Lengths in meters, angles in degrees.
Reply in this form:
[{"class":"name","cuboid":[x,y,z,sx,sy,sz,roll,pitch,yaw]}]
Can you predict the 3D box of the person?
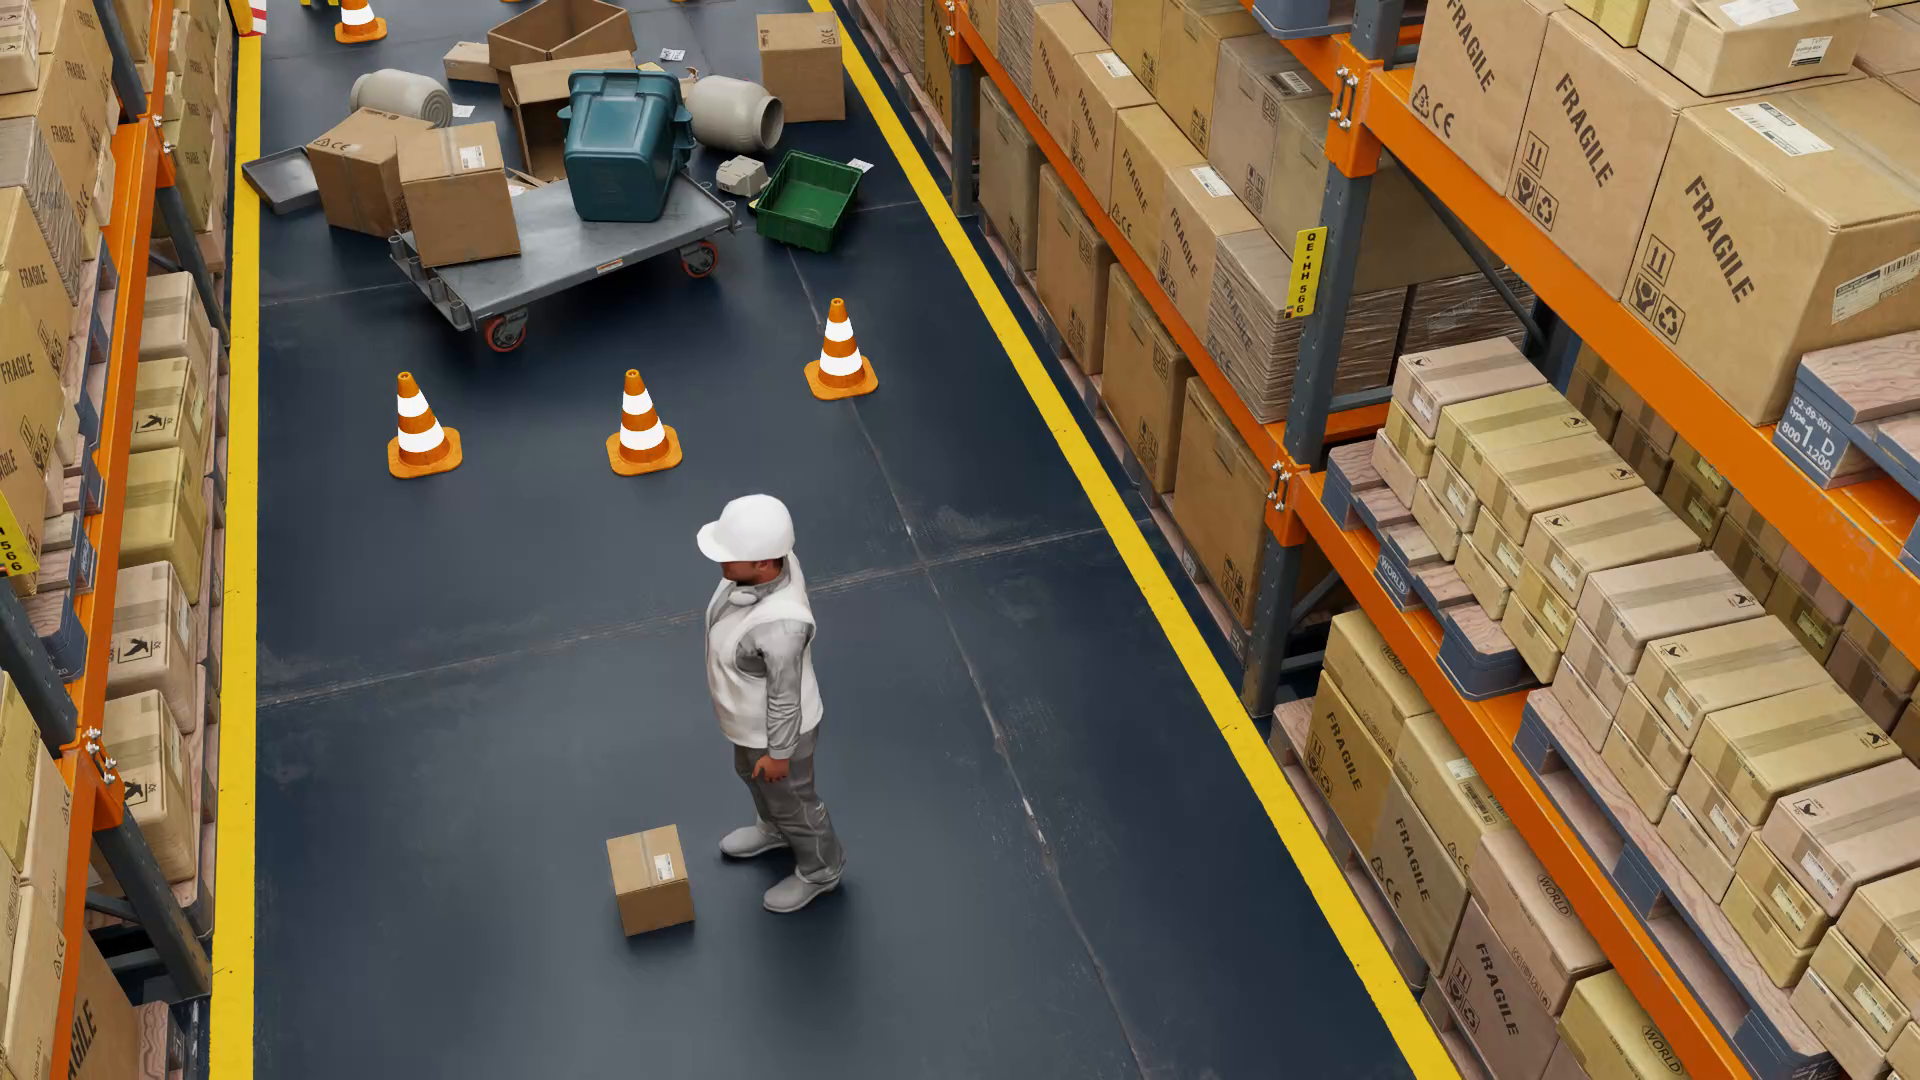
[{"class":"person","cuboid":[-0.648,0.553,5.526,0.422,1.783,0.539,-11,43,-12]}]
